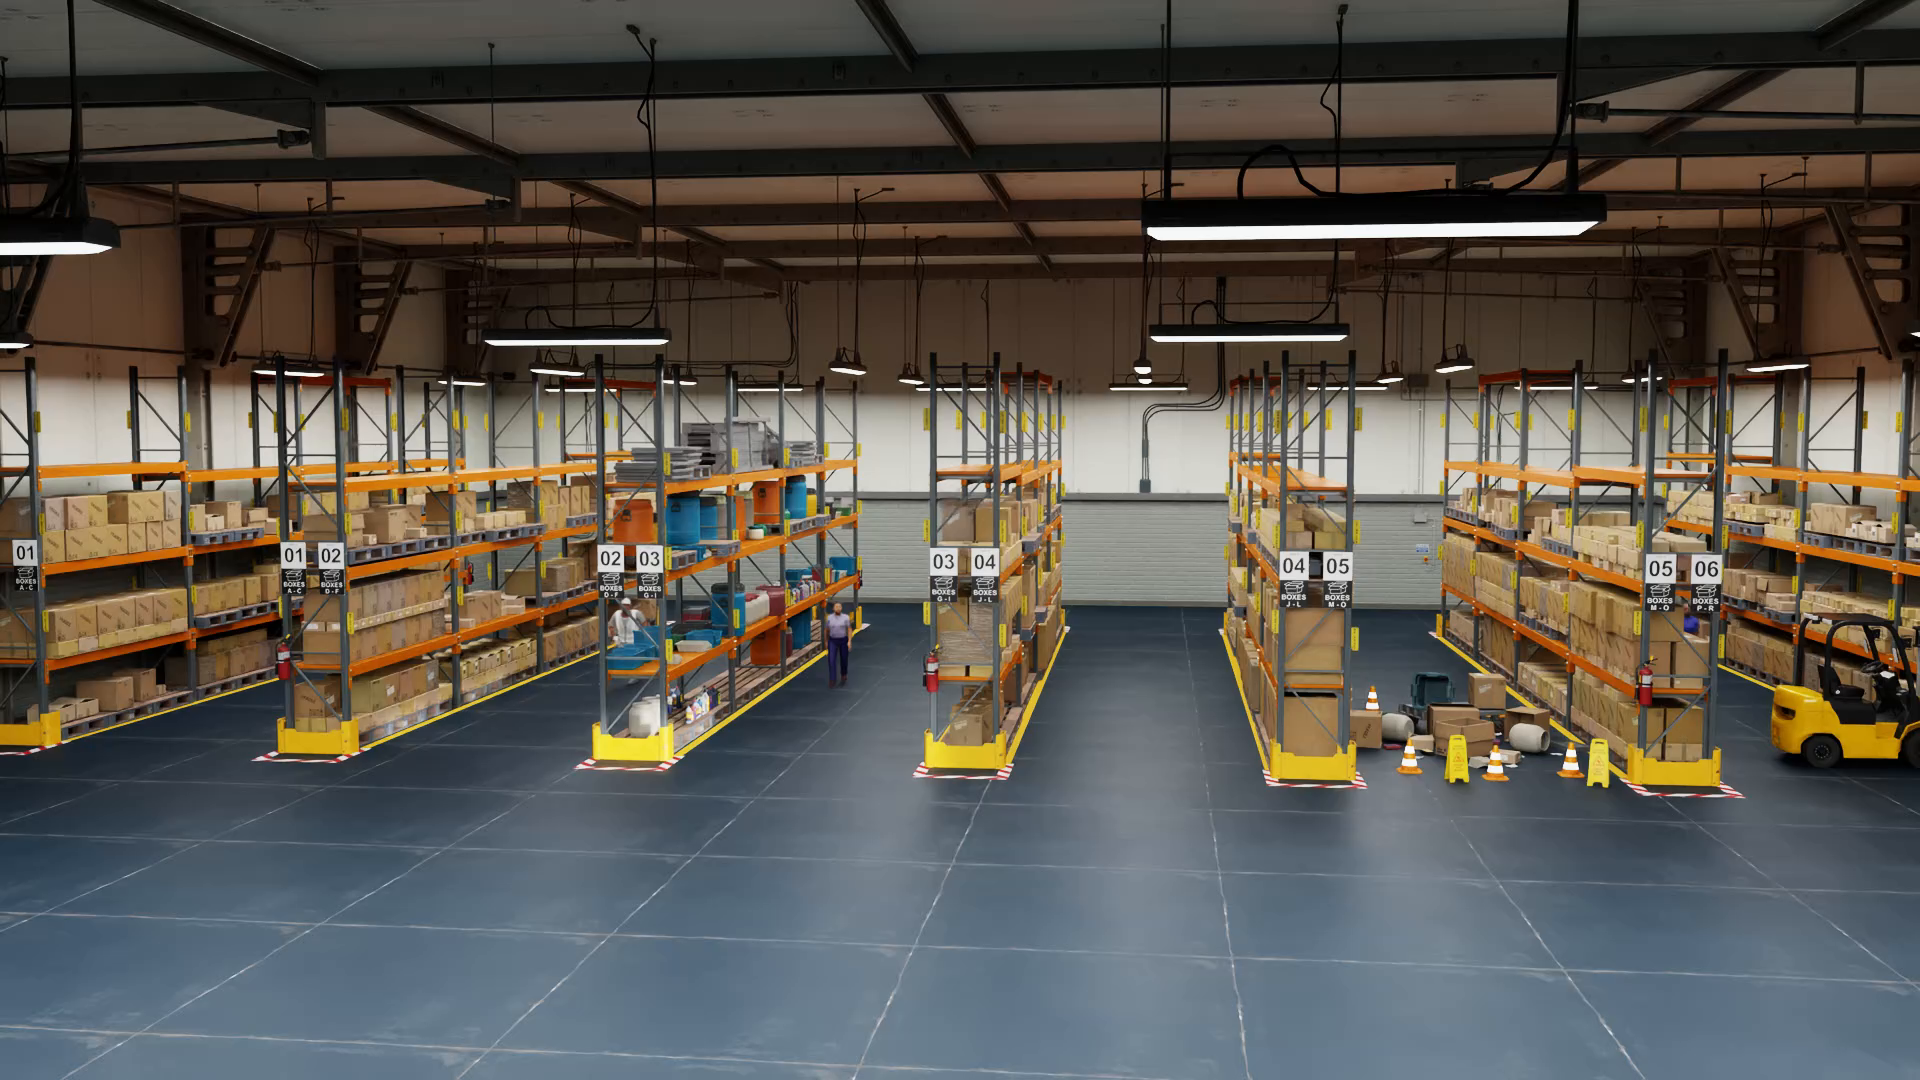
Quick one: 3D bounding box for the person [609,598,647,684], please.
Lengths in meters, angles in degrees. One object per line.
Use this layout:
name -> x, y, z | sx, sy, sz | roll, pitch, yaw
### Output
person -> -6.326, 1.923, 31.700 | 0.663, 1.683, 0.652 | 1, 4, 14

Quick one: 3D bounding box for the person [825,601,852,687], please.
person -> -2.317, 1.959, 31.609 | 0.526, 1.576, 1.039 | 0, 4, -3

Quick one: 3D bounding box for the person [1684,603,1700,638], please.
person -> 13.649, 1.969, 31.299 | 0.511, 1.594, 1.045 | 0, 4, 6

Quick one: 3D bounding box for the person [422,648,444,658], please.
person -> -10.673, 1.754, 33.351 | 0.673, 1.717, 1.114 | 0, 4, 2
